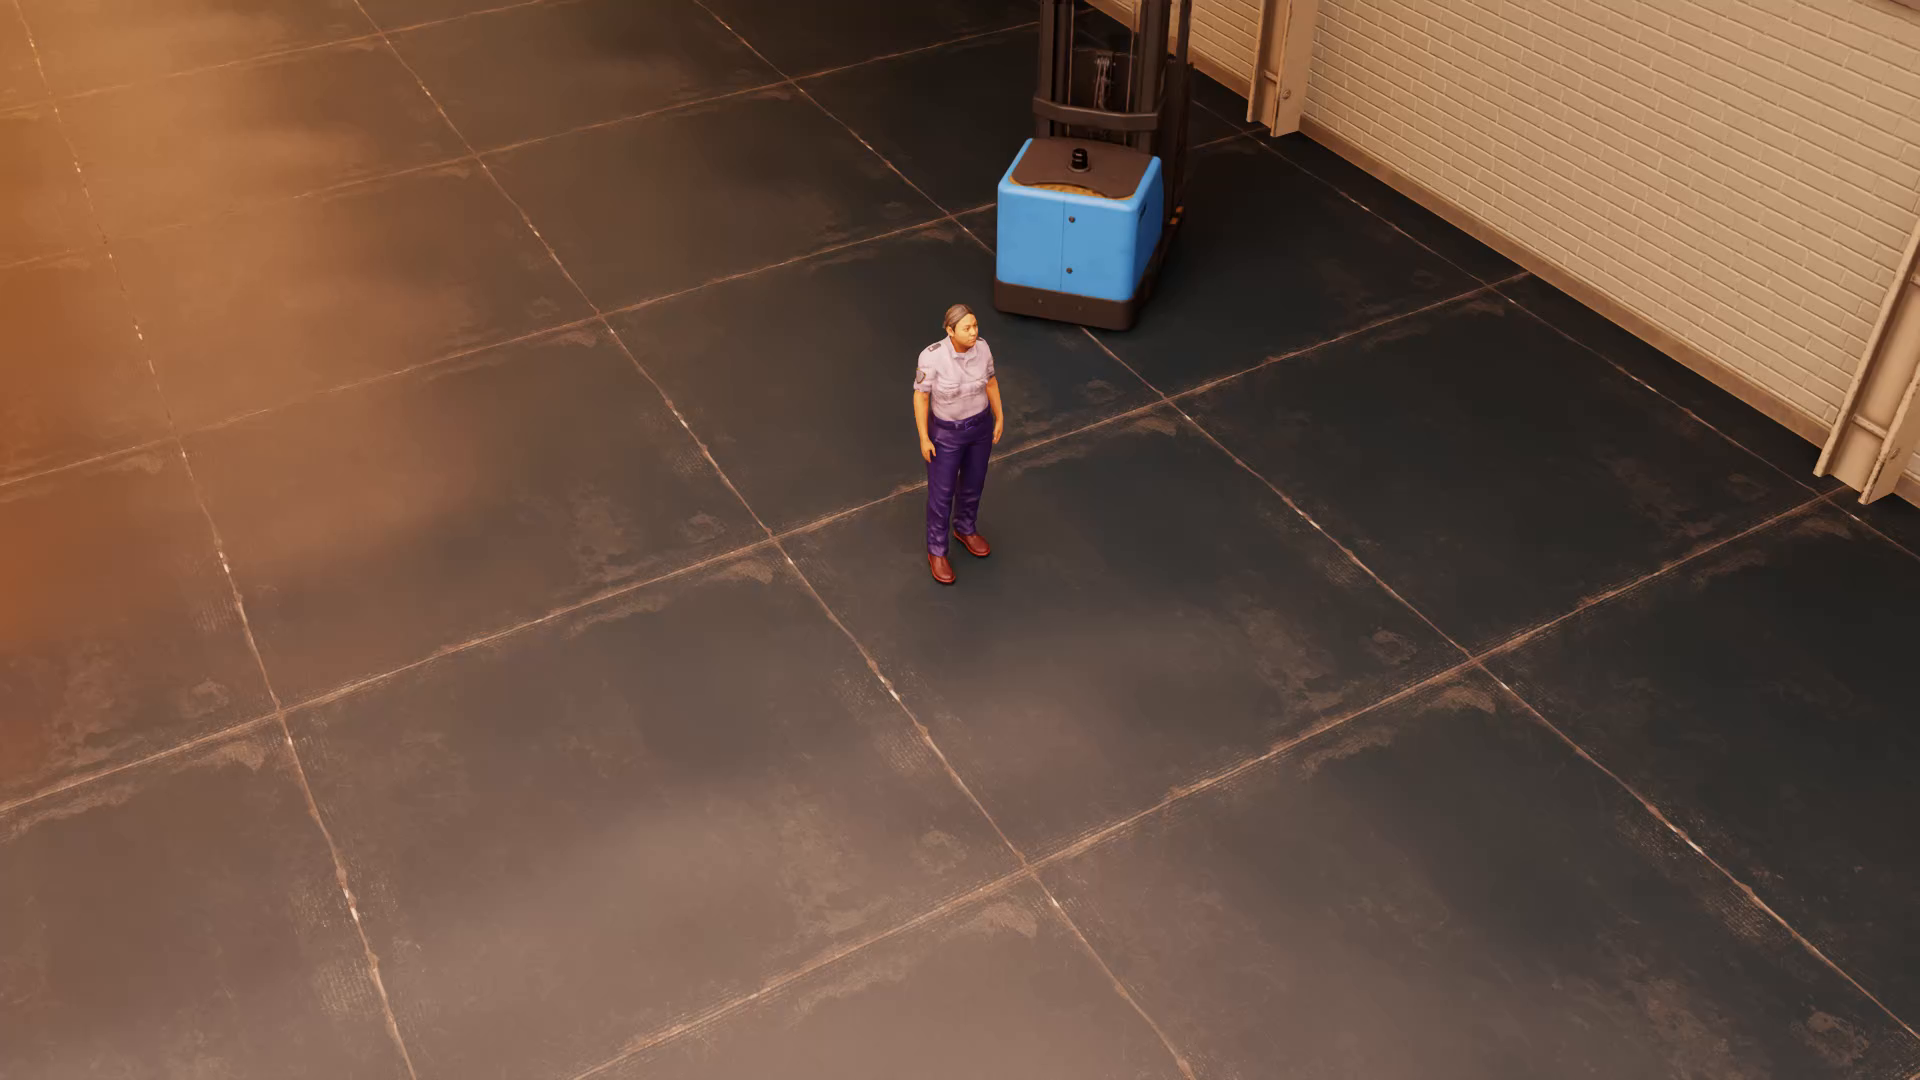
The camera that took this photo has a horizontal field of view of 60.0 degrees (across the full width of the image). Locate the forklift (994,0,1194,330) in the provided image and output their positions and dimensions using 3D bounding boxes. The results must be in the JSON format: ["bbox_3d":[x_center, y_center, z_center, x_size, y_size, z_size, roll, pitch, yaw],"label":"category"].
[{"bbox_3d":[1.185,-3.596,12.372,1.130,2.935,3.031,12,41,14],"label":"forklift"}]

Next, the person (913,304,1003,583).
[{"bbox_3d":[0.025,-0.580,9.736,0.599,1.640,0.503,-20,44,-23],"label":"person"}]
